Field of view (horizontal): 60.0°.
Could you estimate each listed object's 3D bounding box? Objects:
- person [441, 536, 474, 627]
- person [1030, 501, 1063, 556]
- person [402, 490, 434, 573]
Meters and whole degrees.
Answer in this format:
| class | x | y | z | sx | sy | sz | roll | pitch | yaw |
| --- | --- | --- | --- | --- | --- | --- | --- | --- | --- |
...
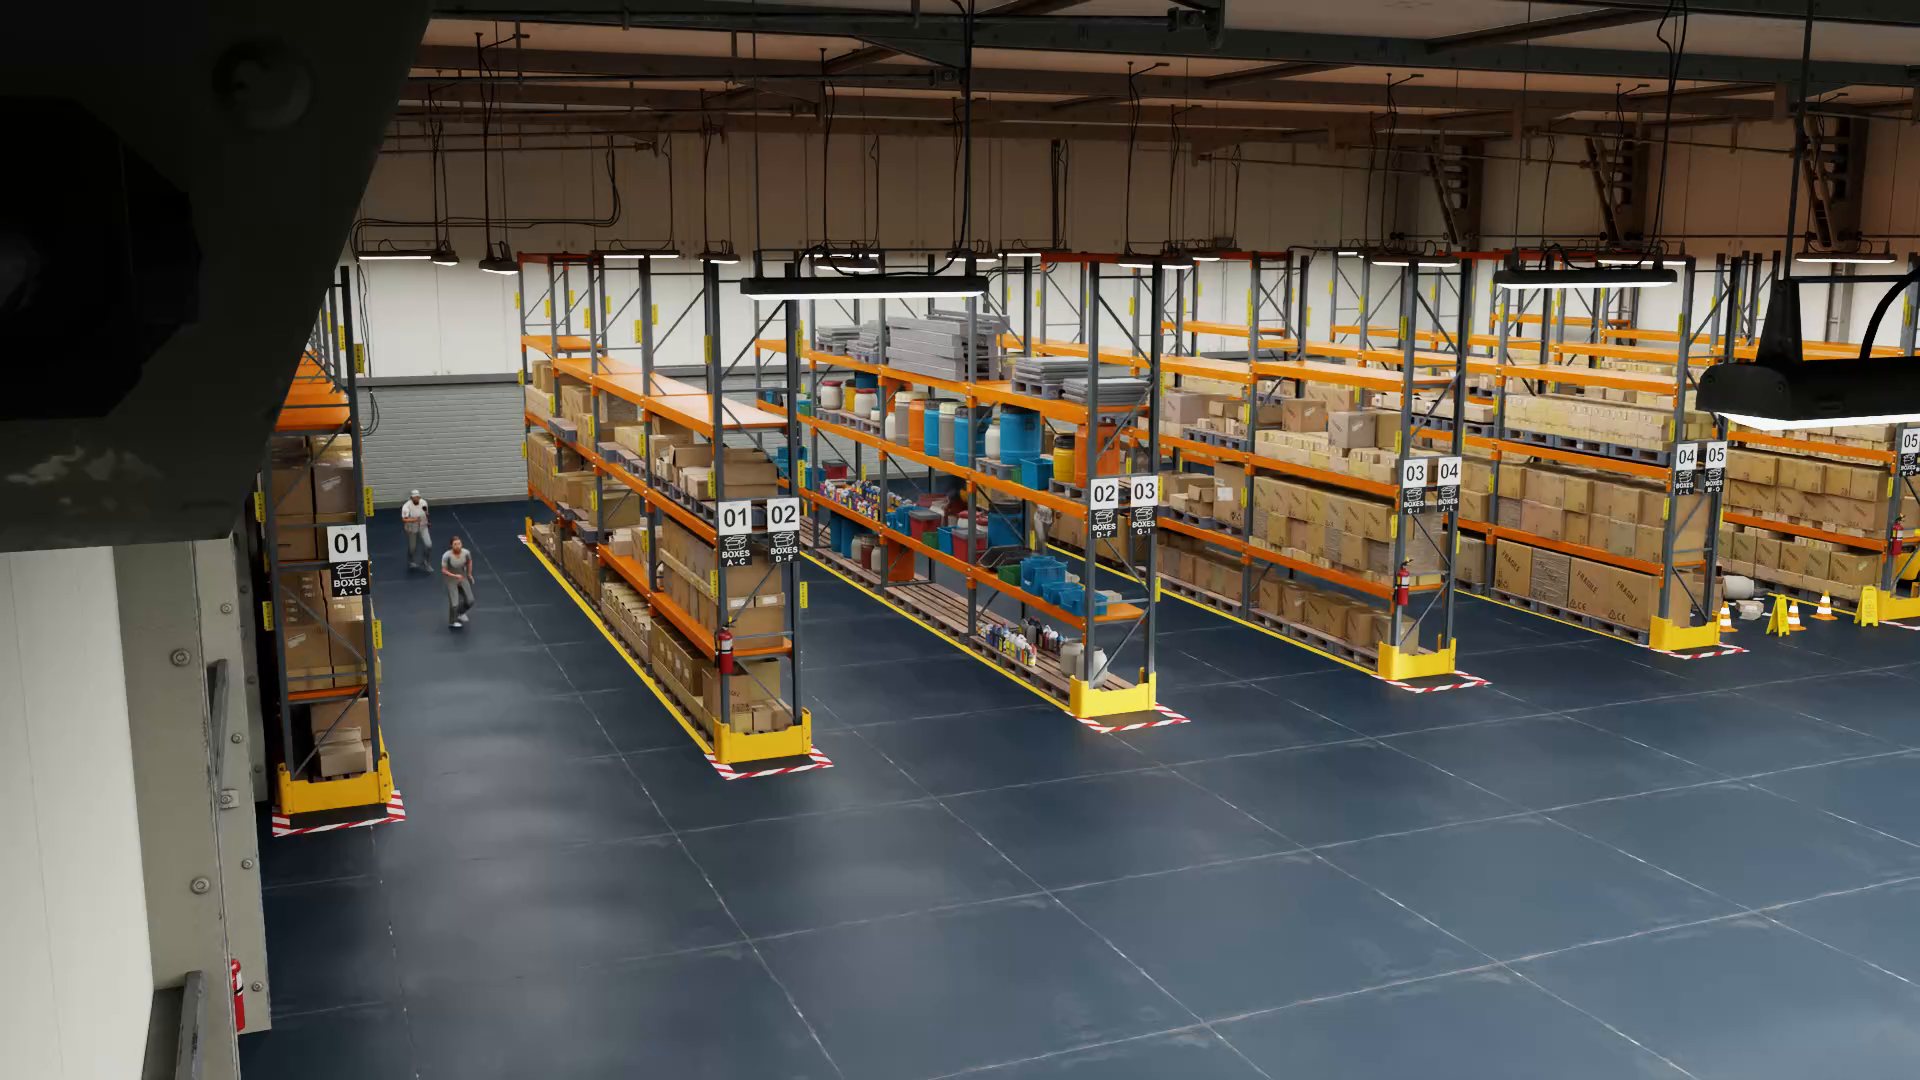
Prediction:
| class | x | y | z | sx | sy | sz | roll | pitch | yaw |
| --- | --- | --- | --- | --- | --- | --- | --- | --- | --- |
| person | -8.166 | 0.680 | 27.030 | 0.553 | 1.559 | 0.721 | -8 | 13 | -37 |
| person | 1.591 | -0.296 | 31.284 | 0.583 | 1.494 | 1.094 | -2 | 11 | -11 |
| person | -10.325 | -0.181 | 31.580 | 0.551 | 1.615 | 0.905 | -6 | 12 | -31 |
